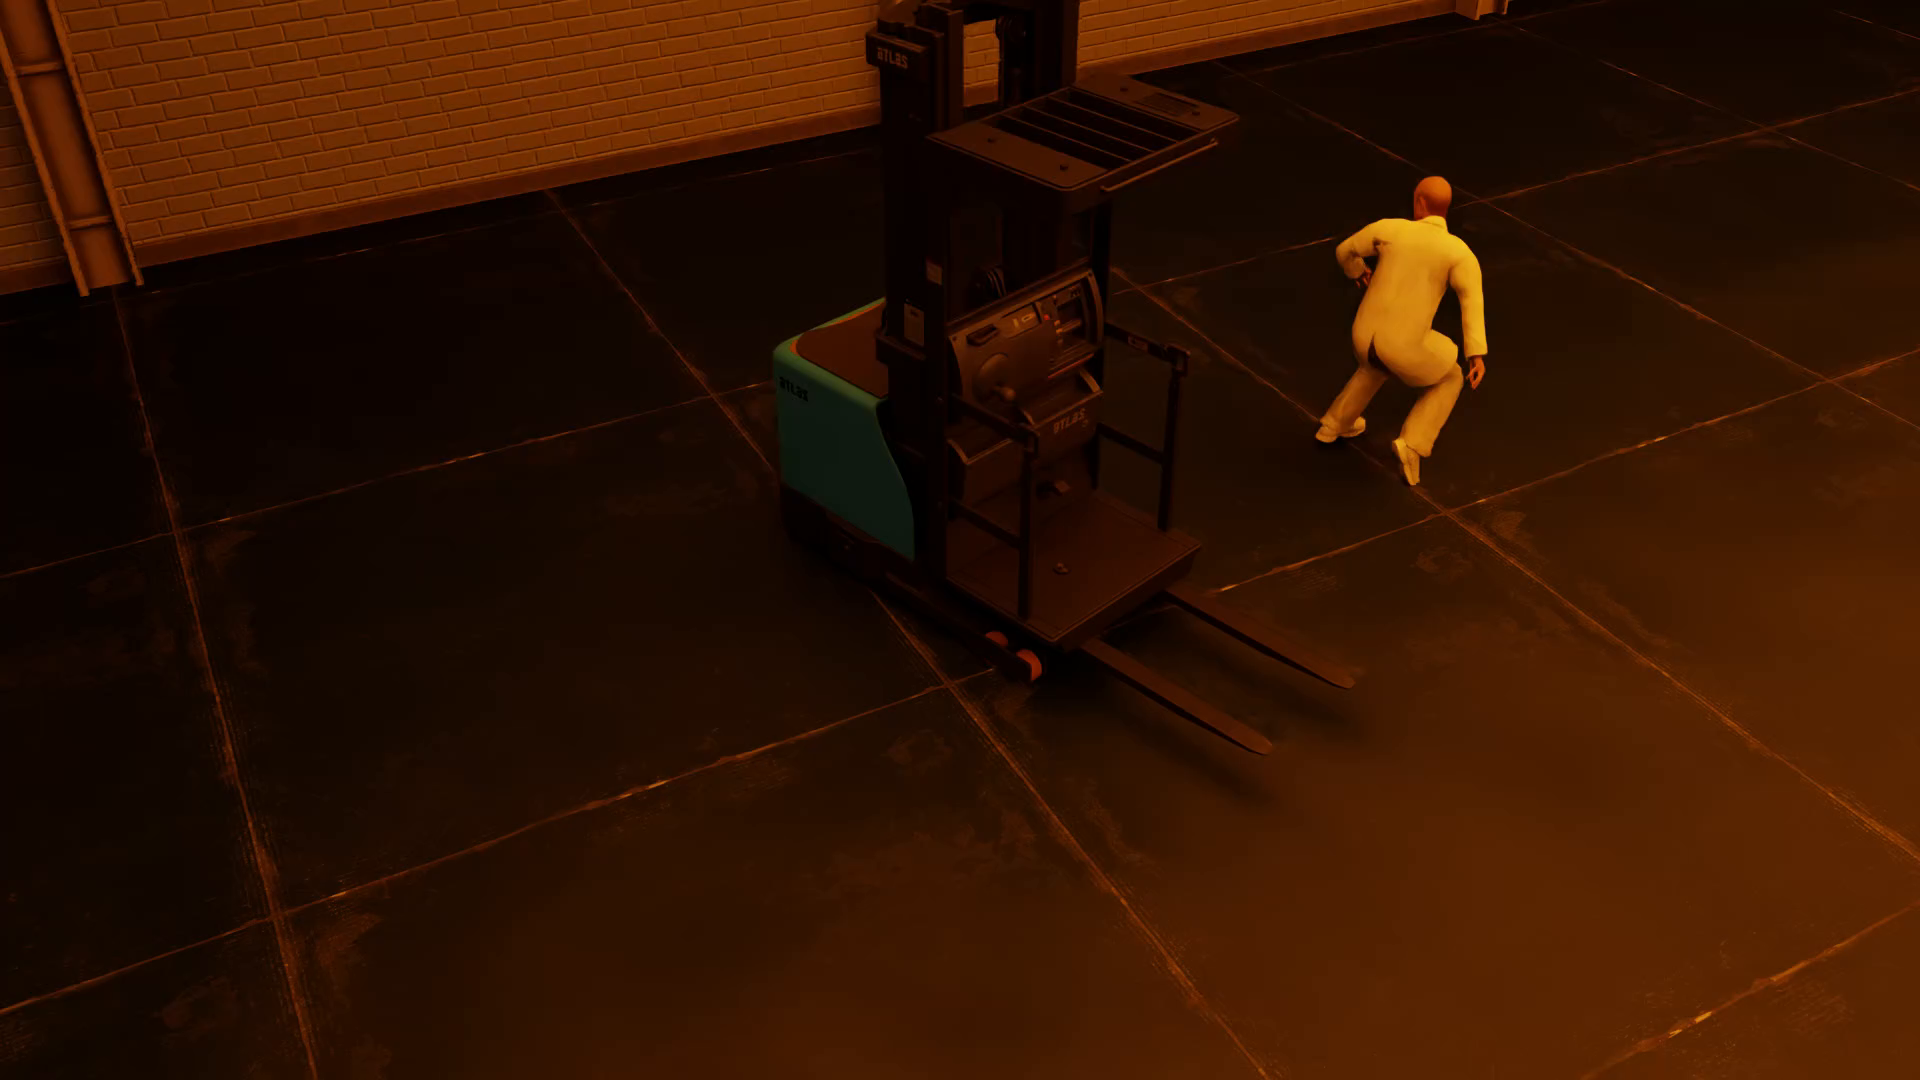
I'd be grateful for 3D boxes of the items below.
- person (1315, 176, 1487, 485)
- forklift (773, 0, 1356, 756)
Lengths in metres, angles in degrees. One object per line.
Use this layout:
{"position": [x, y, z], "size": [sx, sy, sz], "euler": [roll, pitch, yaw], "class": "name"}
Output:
{"position": [2.411, -1.096, 8.900], "size": [0.513, 1.670, 1.057], "euler": [-29, 44, -35], "class": "person"}
{"position": [0.457, -0.864, 7.345], "size": [1.130, 2.935, 3.031], "euler": [-30, 45, -35], "class": "forklift"}
